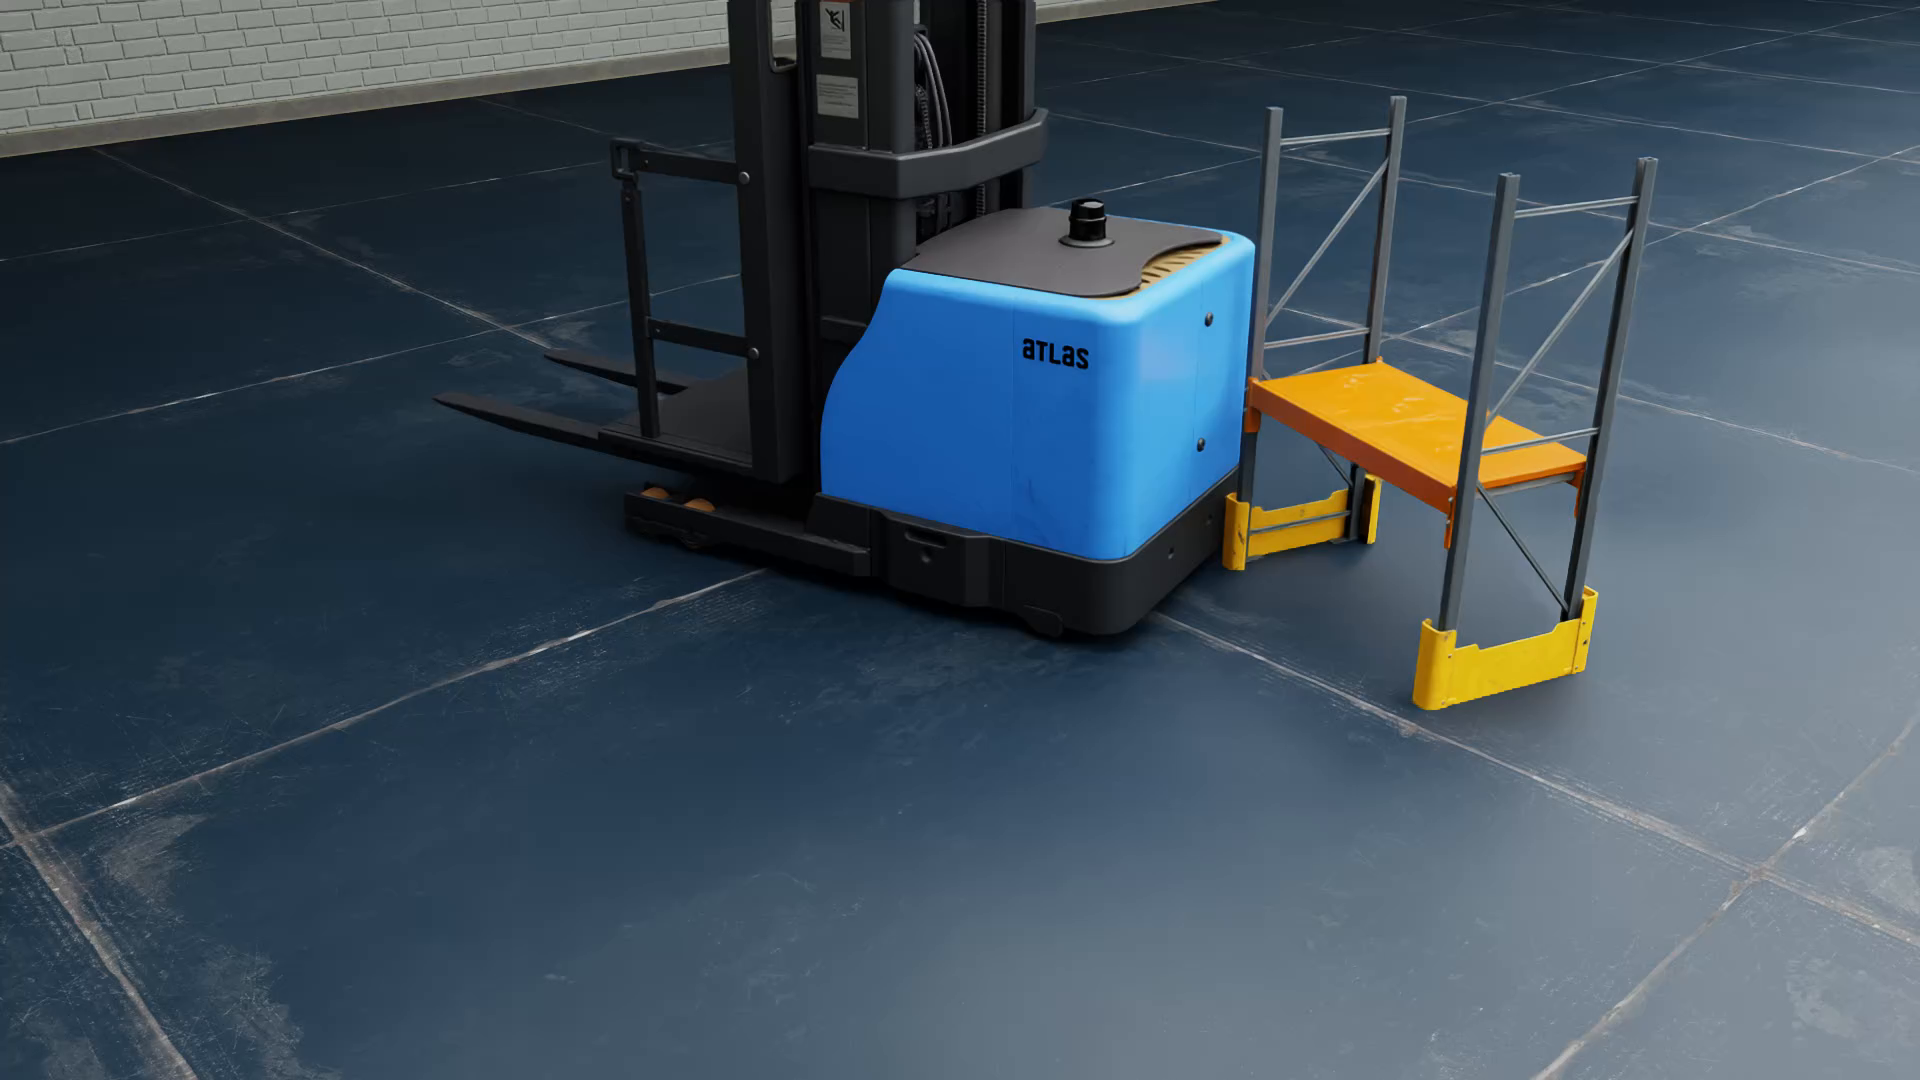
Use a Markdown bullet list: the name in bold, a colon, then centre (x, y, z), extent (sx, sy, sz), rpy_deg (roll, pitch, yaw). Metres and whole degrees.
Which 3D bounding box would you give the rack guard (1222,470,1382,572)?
- **rack guard**: centre (1.154, -0.070, 5.602), extent (0.587, 0.250, 0.087), rpy_deg (-11, 27, -22)

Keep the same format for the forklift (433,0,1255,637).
- **forklift**: centre (-0.569, -1.477, 5.457), extent (3.031, 2.935, 1.130), rpy_deg (14, 28, 28)

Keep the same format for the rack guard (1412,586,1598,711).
- **rack guard**: centre (1.568, 0.306, 4.778), extent (0.587, 0.250, 0.087), rpy_deg (-11, 27, -22)

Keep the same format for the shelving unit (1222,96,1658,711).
- **shelving unit**: centre (1.361, -0.451, 4.931), extent (0.587, 1.500, 1.083), rpy_deg (-11, 27, -22)

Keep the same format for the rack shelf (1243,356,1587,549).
- **rack shelf**: centre (1.357, -0.290, 5.013), extent (0.538, 0.185, 1.000), rpy_deg (-11, 27, -22)

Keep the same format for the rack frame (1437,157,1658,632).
- **rack frame**: centre (1.569, -0.262, 4.518), extent (0.500, 1.500, 0.032), rpy_deg (-11, 27, -22)

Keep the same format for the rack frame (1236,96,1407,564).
- **rack frame**: centre (1.146, -0.646, 5.359), extent (0.500, 1.500, 0.032), rpy_deg (-11, 27, -22)
